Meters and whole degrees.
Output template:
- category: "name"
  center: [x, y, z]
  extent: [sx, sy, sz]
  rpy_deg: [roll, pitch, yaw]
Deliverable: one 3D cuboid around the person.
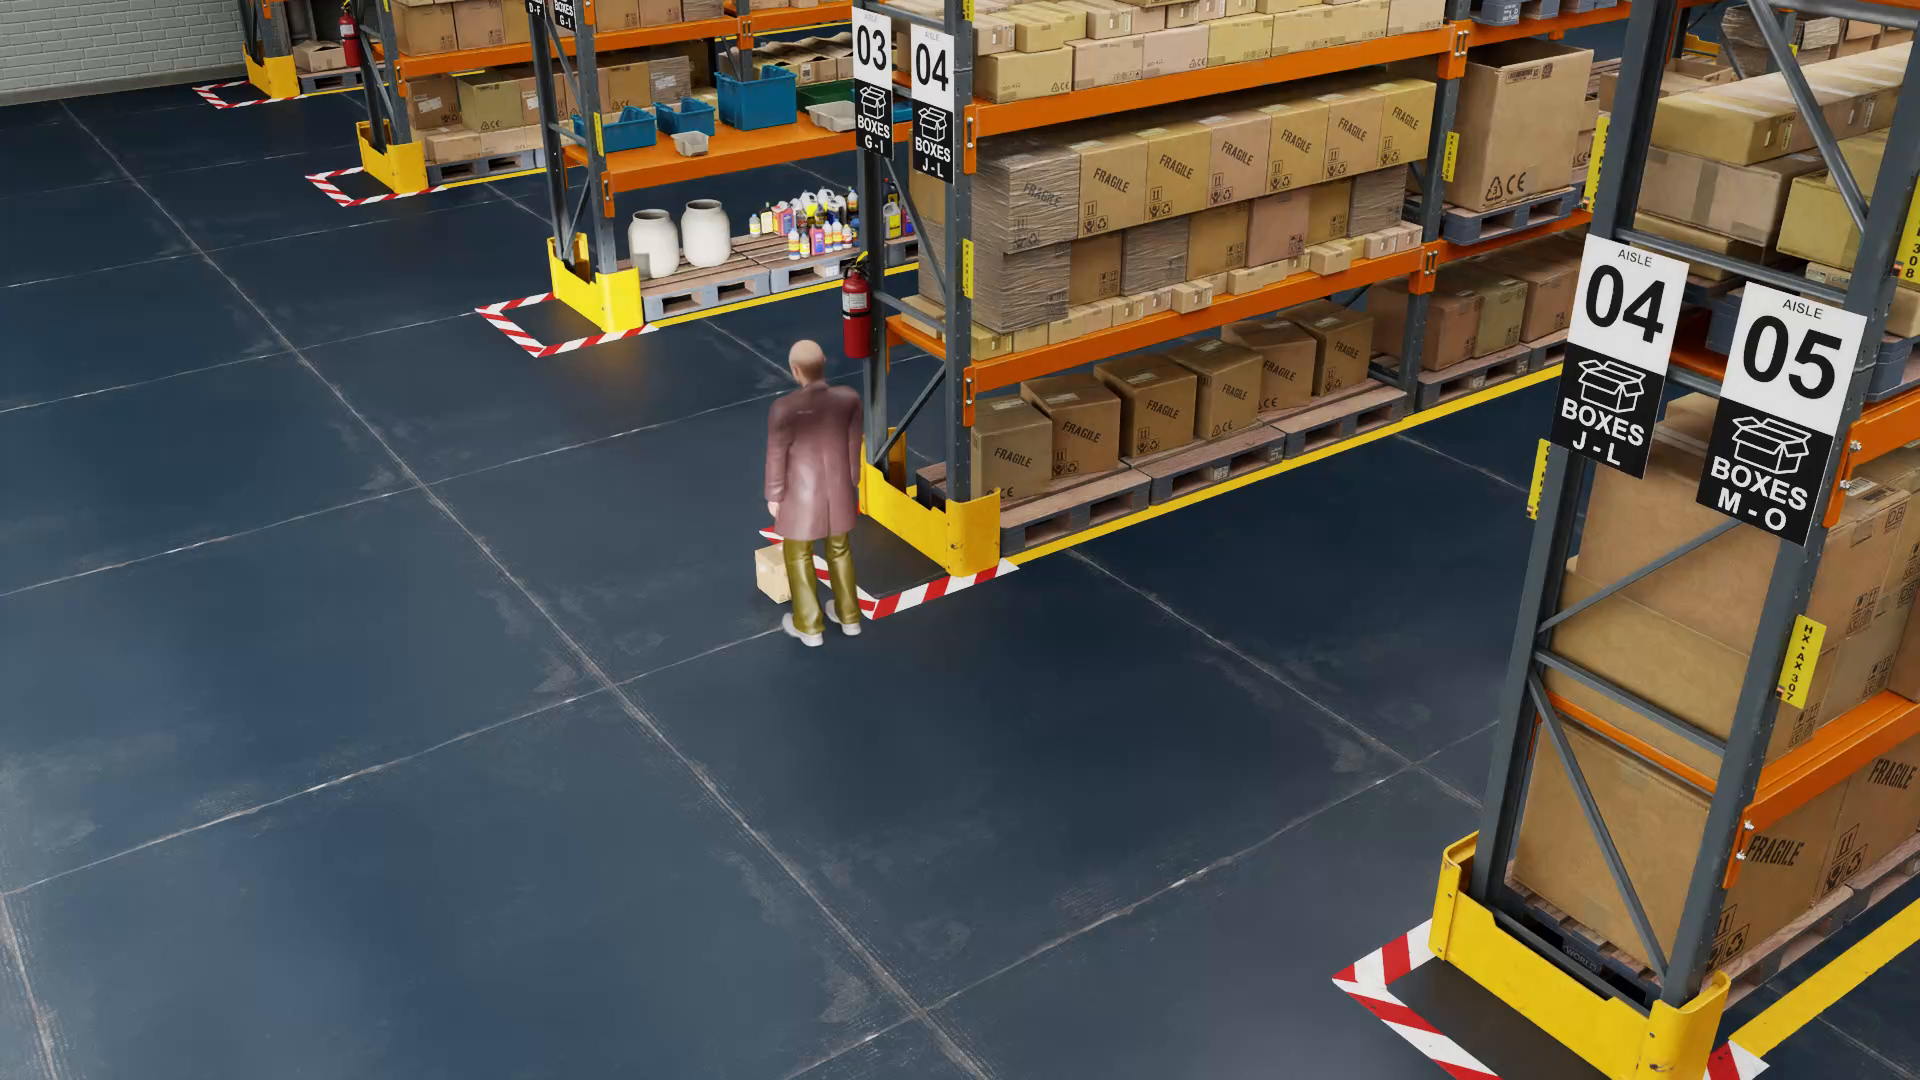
- category: "person"
  center: [-0.813, -0.244, 9.154]
  extent: [0.587, 1.731, 0.416]
  rpy_deg: [-15, 32, -25]
